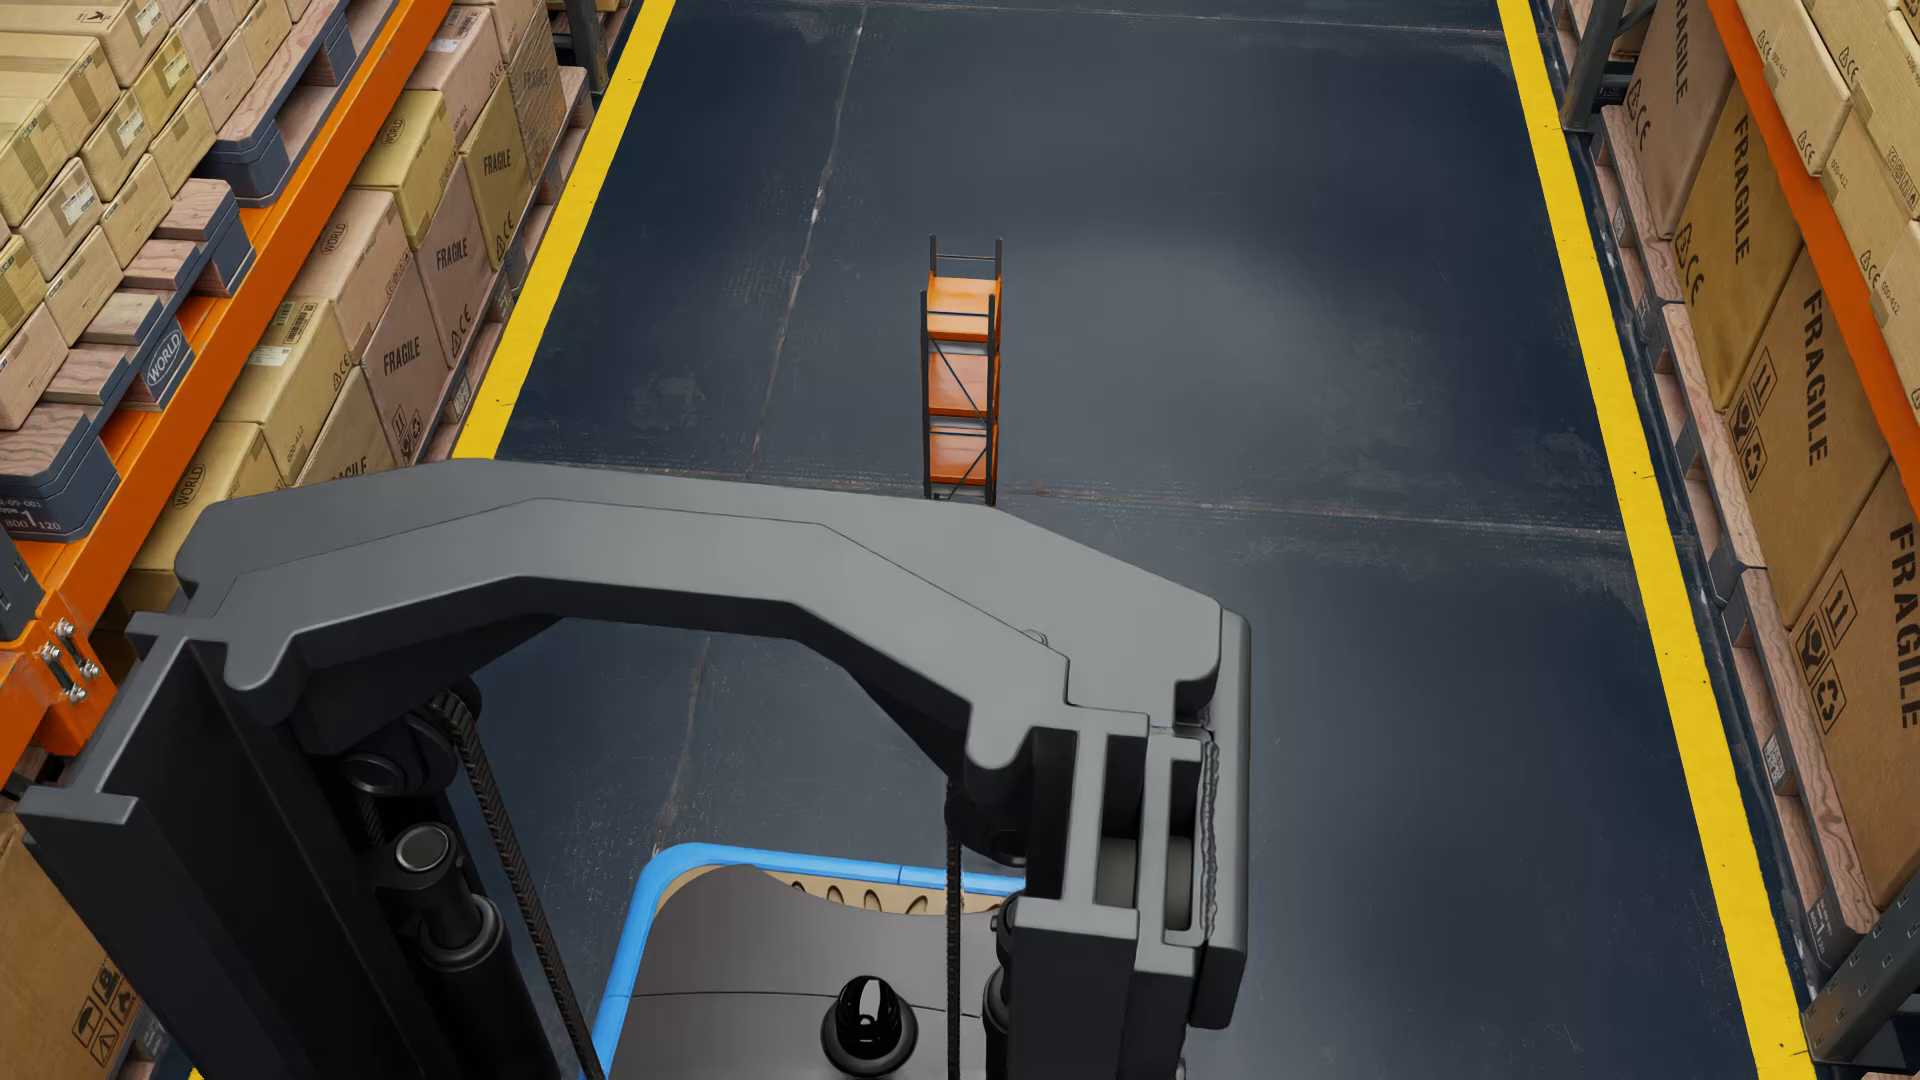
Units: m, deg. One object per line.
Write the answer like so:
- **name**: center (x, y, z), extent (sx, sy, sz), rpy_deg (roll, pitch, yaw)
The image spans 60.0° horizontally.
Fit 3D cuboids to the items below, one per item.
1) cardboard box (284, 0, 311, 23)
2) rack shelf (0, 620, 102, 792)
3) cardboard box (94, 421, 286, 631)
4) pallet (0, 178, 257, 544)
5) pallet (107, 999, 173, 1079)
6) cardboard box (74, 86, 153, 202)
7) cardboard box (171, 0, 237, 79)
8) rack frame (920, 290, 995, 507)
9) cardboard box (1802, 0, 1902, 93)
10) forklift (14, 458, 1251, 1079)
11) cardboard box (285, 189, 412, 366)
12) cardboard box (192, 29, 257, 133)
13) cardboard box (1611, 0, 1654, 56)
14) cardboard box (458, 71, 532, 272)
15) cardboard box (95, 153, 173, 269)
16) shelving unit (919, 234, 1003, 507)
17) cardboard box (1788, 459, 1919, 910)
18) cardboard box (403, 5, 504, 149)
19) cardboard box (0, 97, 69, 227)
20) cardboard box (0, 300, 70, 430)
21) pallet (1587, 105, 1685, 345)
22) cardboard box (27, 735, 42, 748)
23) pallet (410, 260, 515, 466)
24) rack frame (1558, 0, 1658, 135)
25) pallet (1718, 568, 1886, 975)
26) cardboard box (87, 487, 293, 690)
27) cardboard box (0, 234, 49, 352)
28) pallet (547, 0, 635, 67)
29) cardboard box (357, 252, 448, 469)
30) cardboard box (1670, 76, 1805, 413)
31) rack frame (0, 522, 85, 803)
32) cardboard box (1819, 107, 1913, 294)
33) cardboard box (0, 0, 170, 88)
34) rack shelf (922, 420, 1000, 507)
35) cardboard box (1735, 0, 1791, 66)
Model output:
- **cardboard box**: center (-1.962, -1.538, 4.510), extent (0.380, 0.149, 0.250), rpy_deg (2, 48, 2)
- **rack shelf**: center (-2.530, 1.712, 2.139), extent (1.077, 0.370, 4.000), rpy_deg (4, 48, 4)
- **cardboard box**: center (-2.044, -0.042, 4.157), extent (0.500, 0.250, 0.500), rpy_deg (2, 48, 2)
- **pallet**: center (-2.389, -0.467, 3.774), extent (1.213, 0.211, 1.003), rpy_deg (4, 48, 4)
- **pallet**: center (-2.495, 1.515, 3.721), extent (1.003, 0.211, 1.213), rpy_deg (4, 48, 4)
- **cardboard box**: center (-2.060, -0.895, 3.720), extent (0.380, 0.149, 0.250), rpy_deg (3, 48, 2)
- **cardboard box**: center (-2.014, -1.264, 4.057), extent (0.380, 0.149, 0.250), rpy_deg (4, 48, 4)
- **rack frame**: center (-0.006, -0.304, 4.817), extent (0.200, 1.050, 0.008), rpy_deg (4, 48, 4)
- **cardboard box**: center (2.498, -1.369, 4.232), extent (0.500, 0.250, 0.500), rpy_deg (3, 48, 2)
- **forklift**: center (-0.302, 1.448, 1.939), extent (1.130, 2.935, 3.031), rpy_deg (5, 48, 5)
- **cardboard box**: center (-1.940, -0.778, 4.830), extent (0.500, 0.250, 0.500), rpy_deg (4, 48, 4)
- **cardboard box**: center (-2.013, -1.162, 4.166), extent (0.380, 0.149, 0.250), rpy_deg (5, 48, 5)
- **cardboard box**: center (3.119, -2.412, 6.875), extent (0.875, 0.438, 0.875), rpy_deg (3, 48, 3)
- **cardboard box**: center (-1.847, -1.300, 5.816), extent (0.500, 0.500, 0.500), rpy_deg (3, 48, 3)
- **cardboard box**: center (-2.058, -0.768, 3.805), extent (0.380, 0.149, 0.250), rpy_deg (6, 48, 5)
- **shelving unit**: center (0.005, -0.394, 4.899), extent (0.215, 1.050, 0.252), rpy_deg (4, 48, 4)
- **cardboard box**: center (2.736, 0.331, 4.069), extent (0.875, 0.875, 0.875), rpy_deg (3, 48, 3)
- **cardboard box**: center (-1.860, -1.550, 5.536), extent (0.500, 0.250, 0.500), rpy_deg (6, 48, 5)
- **cardboard box**: center (-2.091, -0.783, 3.415), extent (0.380, 0.149, 0.250), rpy_deg (3, 48, 2)
- **cardboard box**: center (-2.106, -0.373, 3.444), extent (0.380, 0.149, 0.250), rpy_deg (3, 48, 3)
- **pallet**: center (2.960, -1.168, 6.175), extent (1.003, 0.211, 1.213), rpy_deg (4, 48, 4)
- **cardboard box**: center (-2.548, 0.200, 4.444), extent (0.500, 0.500, 0.500), rpy_deg (4, 48, 3)
- **pallet**: center (-2.162, -0.528, 5.590), extent (1.003, 0.211, 1.213), rpy_deg (4, 48, 4)
- **rack frame**: center (2.955, -2.681, 5.670), extent (1.000, 3.000, 0.127), rpy_deg (4, 48, 4)
- **pallet**: center (2.738, 0.625, 4.535), extent (1.003, 0.211, 1.213), rpy_deg (4, 48, 4)
- **cardboard box**: center (-2.030, 0.199, 4.445), extent (0.500, 0.500, 0.500), rpy_deg (2, 48, 2)
- **cardboard box**: center (-2.104, -0.499, 3.358), extent (0.380, 0.149, 0.250), rpy_deg (6, 48, 5)
- **pallet**: center (-1.958, -2.495, 7.389), extent (1.003, 0.211, 1.213), rpy_deg (4, 48, 4)
- **cardboard box**: center (-1.945, -0.548, 5.128), extent (0.500, 0.500, 0.500), rpy_deg (3, 48, 3)
- **cardboard box**: center (2.904, -0.981, 5.269), extent (0.875, 0.875, 0.875), rpy_deg (5, 48, 5)
- **rack frame**: center (-2.348, -0.001, 3.218), extent (1.000, 3.000, 0.127), rpy_deg (4, 48, 4)
- **cardboard box**: center (2.471, -0.826, 4.074), extent (0.500, 0.250, 0.500), rpy_deg (3, 48, 3)
- **cardboard box**: center (-2.040, -1.157, 3.758), extent (0.380, 0.149, 0.250), rpy_deg (2, 48, 2)
- **rack shelf**: center (0.005, -0.199, 5.111), extent (0.215, 0.259, 0.240), rpy_deg (4, 48, 4)
- **cardboard box**: center (2.544, -1.569, 4.754), extent (0.500, 0.250, 0.500), rpy_deg (4, 48, 3)
